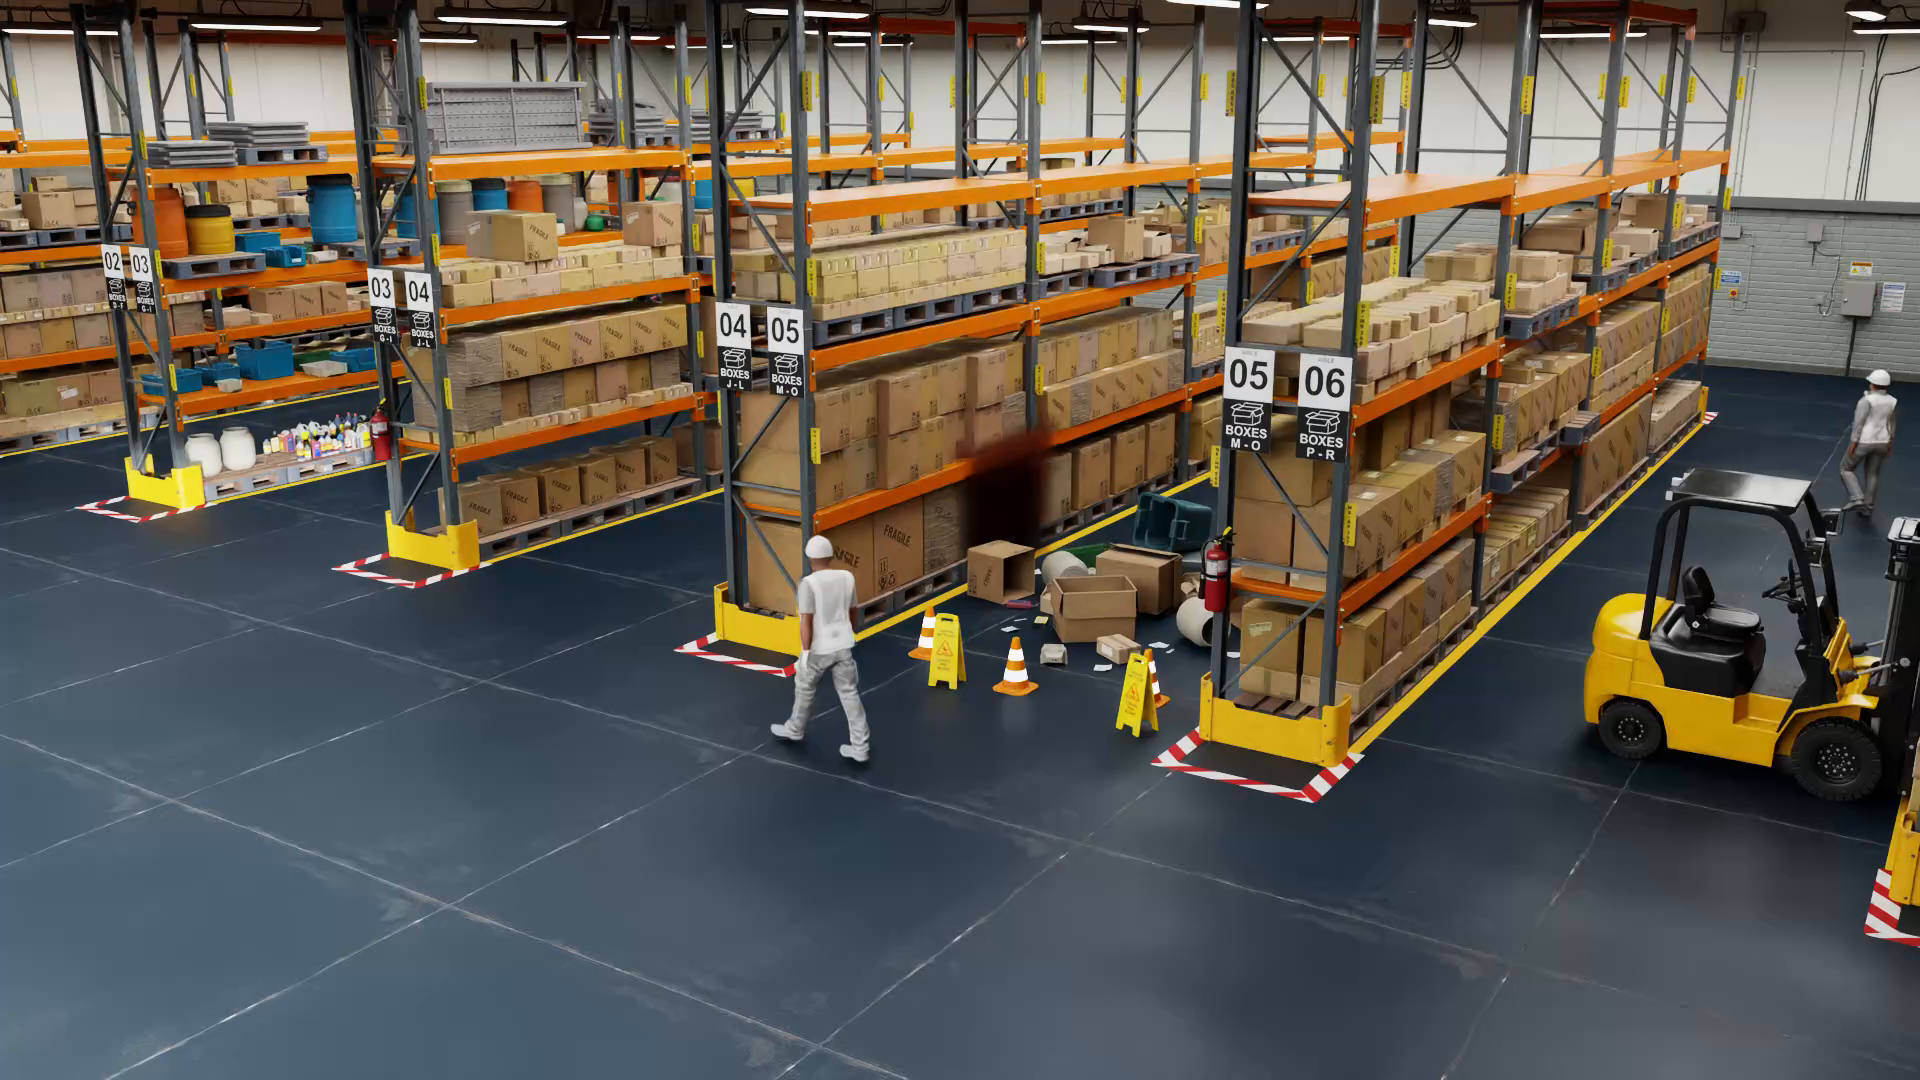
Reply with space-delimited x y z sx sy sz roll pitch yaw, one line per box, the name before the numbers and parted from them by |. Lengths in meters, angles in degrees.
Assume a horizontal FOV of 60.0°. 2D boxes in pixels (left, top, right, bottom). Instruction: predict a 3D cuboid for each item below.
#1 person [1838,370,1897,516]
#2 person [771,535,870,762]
person | 11.037 -1.173 20.132 0.573 1.775 0.457 -2 16 -6
person | -1.085 0.810 12.999 0.627 1.711 1.009 -13 20 -39
